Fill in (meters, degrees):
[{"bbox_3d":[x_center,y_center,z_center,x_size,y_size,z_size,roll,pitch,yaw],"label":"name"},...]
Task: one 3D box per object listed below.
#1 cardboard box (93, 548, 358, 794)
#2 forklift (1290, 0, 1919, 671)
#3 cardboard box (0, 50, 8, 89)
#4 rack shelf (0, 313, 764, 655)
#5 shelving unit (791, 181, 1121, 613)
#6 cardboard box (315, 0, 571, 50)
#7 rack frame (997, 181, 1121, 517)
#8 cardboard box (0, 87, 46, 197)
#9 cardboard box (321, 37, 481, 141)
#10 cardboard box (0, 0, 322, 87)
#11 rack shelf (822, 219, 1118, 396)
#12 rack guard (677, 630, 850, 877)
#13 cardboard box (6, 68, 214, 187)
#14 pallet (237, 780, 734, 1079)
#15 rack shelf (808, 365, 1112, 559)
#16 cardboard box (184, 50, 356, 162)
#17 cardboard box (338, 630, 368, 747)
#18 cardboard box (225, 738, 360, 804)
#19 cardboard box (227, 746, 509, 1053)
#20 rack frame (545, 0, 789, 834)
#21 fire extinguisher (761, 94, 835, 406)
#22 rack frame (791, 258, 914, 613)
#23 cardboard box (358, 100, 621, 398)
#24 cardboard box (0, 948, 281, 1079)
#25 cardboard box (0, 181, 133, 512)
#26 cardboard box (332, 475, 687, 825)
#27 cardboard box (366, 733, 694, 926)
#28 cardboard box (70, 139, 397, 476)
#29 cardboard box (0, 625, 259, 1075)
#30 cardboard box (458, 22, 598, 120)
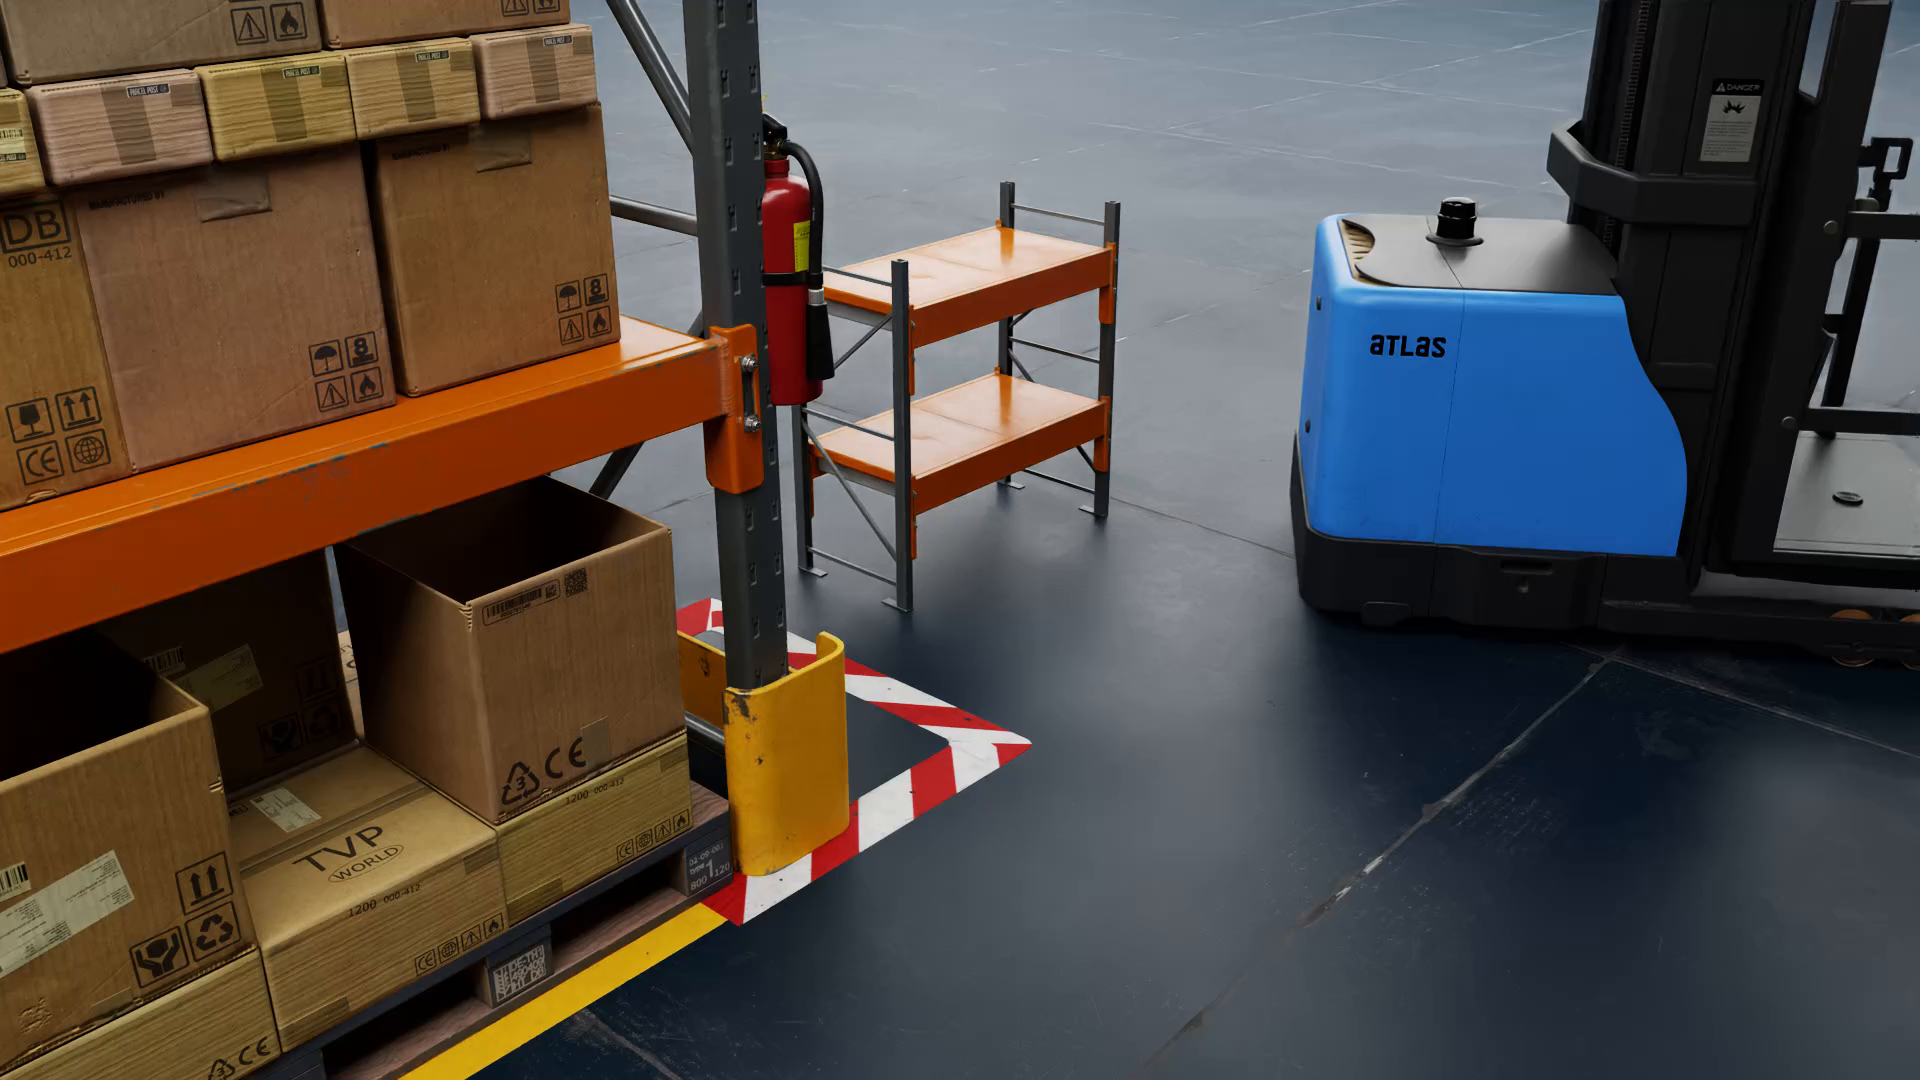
[{"bbox_3d":[-1.672,0.216,3.532,0.500,0.500,0.500,20,31,38],"label":"cardboard box"},{"bbox_3d":[2.621,-1.184,4.808,3.031,2.935,1.130,3,24,7],"label":"forklift"},{"bbox_3d":[-1.855,-0.927,2.444,0.700,0.500,0.500,20,31,38],"label":"cardboard box"},{"bbox_3d":[-2.151,0.177,2.567,1.077,0.370,4.000,20,31,38],"label":"rack shelf"},{"bbox_3d":[-0.005,-0.511,5.515,0.538,1.125,1.048,20,31,38],"label":"shelving unit"},{"bbox_3d":[-1.172,-1.243,3.148,0.700,0.500,0.500,20,31,38],"label":"cardboard box"},{"bbox_3d":[0.335,-0.666,5.861,0.500,1.125,0.032,20,31,38],"label":"rack frame"},{"bbox_3d":[-1.618,-0.619,2.549,0.380,0.149,0.250,21,32,39],"label":"cardboard box"},{"bbox_3d":[-1.103,-0.853,3.071,0.380,0.149,0.250,21,32,39],"label":"cardboard box"},{"bbox_3d":[-1.519,-1.081,2.787,0.700,0.500,0.500,19,30,36],"label":"cardboard box"},{"bbox_3d":[-0.005,-0.778,5.396,0.538,0.278,1.000,20,31,38],"label":"rack shelf"},{"bbox_3d":[-0.800,0.373,4.307,1.175,0.500,0.348,20,31,38],"label":"rack guard"},{"bbox_3d":[-1.443,-0.699,2.728,0.380,0.149,0.250,21,31,38],"label":"cardboard box"},{"bbox_3d":[-1.295,0.757,3.804,1.003,0.211,1.213,20,31,38],"label":"pallet"},{"bbox_3d":[-0.005,-0.288,5.615,0.538,0.278,1.000,20,31,38],"label":"rack shelf"},{"bbox_3d":[-1.273,-0.775,2.898,0.380,0.149,0.250,20,31,37],"label":"cardboard box"},{"bbox_3d":[-1.339,0.406,4.027,0.500,0.250,0.500,20,31,38],"label":"cardboard box"},{"bbox_3d":[-1.670,0.559,3.685,0.500,0.250,0.500,20,31,38],"label":"cardboard box"},{"bbox_3d":[-1.278,0.703,3.364,0.500,0.250,0.500,20,31,38],"label":"cardboard box"},{"bbox_3d":[-0.816,-0.760,3.779,1.000,3.000,0.127,20,31,38],"label":"rack frame"},{"bbox_3d":[-0.391,-0.634,3.592,0.296,0.674,0.183,20,31,38],"label":"fire extinguisher"},{"bbox_3d":[-0.344,-0.356,5.170,0.500,1.125,0.032,20,31,38],"label":"rack frame"},{"bbox_3d":[-1.137,-0.667,3.449,0.700,0.500,0.500,20,31,38],"label":"cardboard box"},{"bbox_3d":[-1.611,0.855,3.023,0.500,0.250,0.500,20,31,38],"label":"cardboard box"},{"bbox_3d":[-1.819,-0.356,2.755,0.700,0.500,0.500,20,31,38],"label":"cardboard box"},{"bbox_3d":[-0.952,0.205,3.557,0.500,0.500,0.500,20,31,38],"label":"cardboard box"},{"bbox_3d":[-0.954,0.547,3.711,0.500,0.250,0.500,20,31,38],"label":"cardboard box"},{"bbox_3d":[-1.484,-0.506,3.089,0.700,0.500,0.500,21,32,39],"label":"cardboard box"},{"bbox_3d":[-1.609,0.514,2.868,0.500,0.500,0.500,20,31,38],"label":"cardboard box"},{"bbox_3d":[-0.929,-0.933,3.250,0.380,0.149,0.250,20,31,37],"label":"cardboard box"}]
